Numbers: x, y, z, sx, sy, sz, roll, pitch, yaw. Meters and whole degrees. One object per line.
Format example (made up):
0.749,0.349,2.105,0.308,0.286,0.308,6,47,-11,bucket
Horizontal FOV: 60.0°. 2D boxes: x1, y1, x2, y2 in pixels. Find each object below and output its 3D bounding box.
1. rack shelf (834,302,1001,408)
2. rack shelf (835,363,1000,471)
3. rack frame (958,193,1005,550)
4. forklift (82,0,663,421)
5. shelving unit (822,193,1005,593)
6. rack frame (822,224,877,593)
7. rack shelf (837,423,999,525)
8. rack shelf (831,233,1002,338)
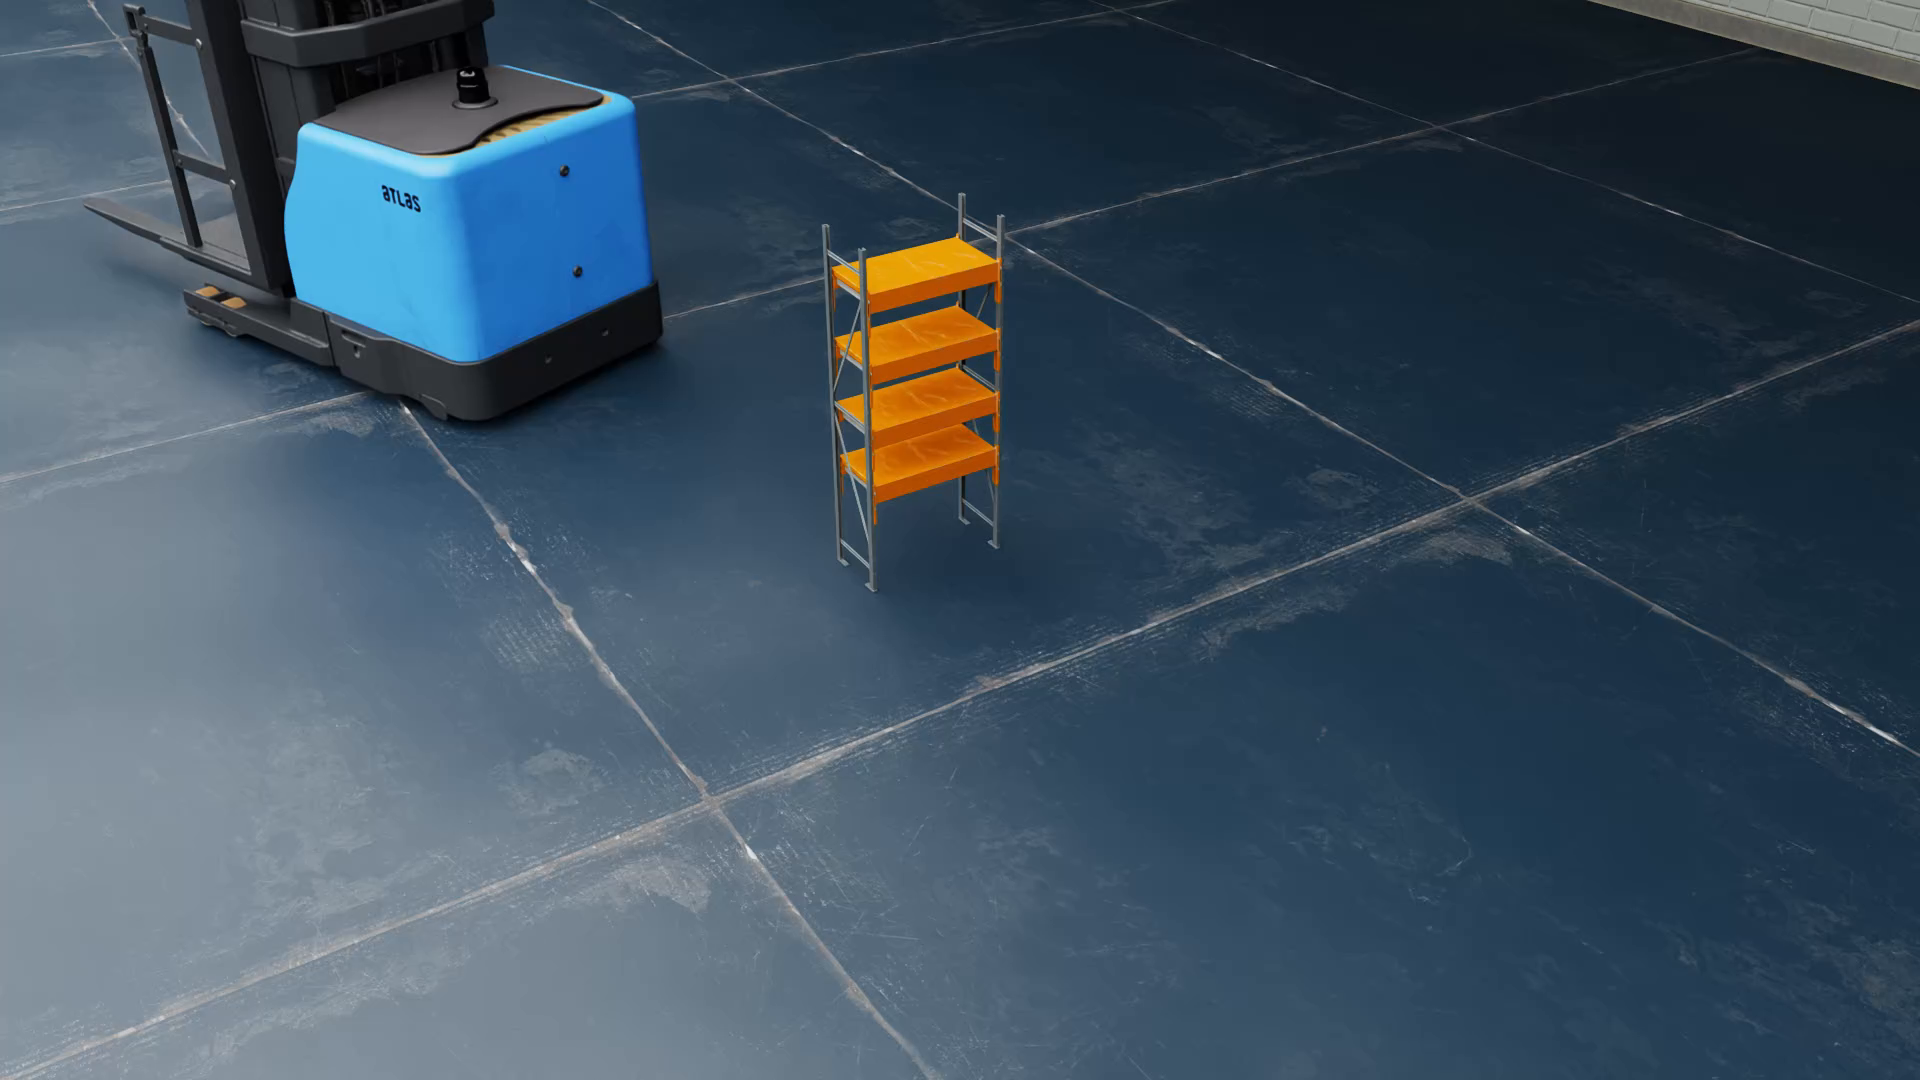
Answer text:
-0.139,-0.592,5.271,0.480,0.148,0.258,-19,37,-27,rack shelf
-0.139,-0.403,5.390,0.480,0.148,0.258,-19,37,-27,rack shelf
0.066,-0.530,5.466,0.015,1.200,0.240,-19,37,-27,rack frame
-2.737,-2.314,6.671,3.031,2.935,1.130,21,38,30,forklift
-0.139,-0.460,5.354,0.503,1.200,0.258,-19,37,-27,shelving unit
-0.344,-0.389,5.242,0.015,1.200,0.240,-19,37,-27,rack frame
-0.139,-0.235,5.496,0.480,0.148,0.258,-19,37,-27,rack shelf
-0.139,-0.792,5.144,0.480,0.148,0.258,-19,37,-27,rack shelf
